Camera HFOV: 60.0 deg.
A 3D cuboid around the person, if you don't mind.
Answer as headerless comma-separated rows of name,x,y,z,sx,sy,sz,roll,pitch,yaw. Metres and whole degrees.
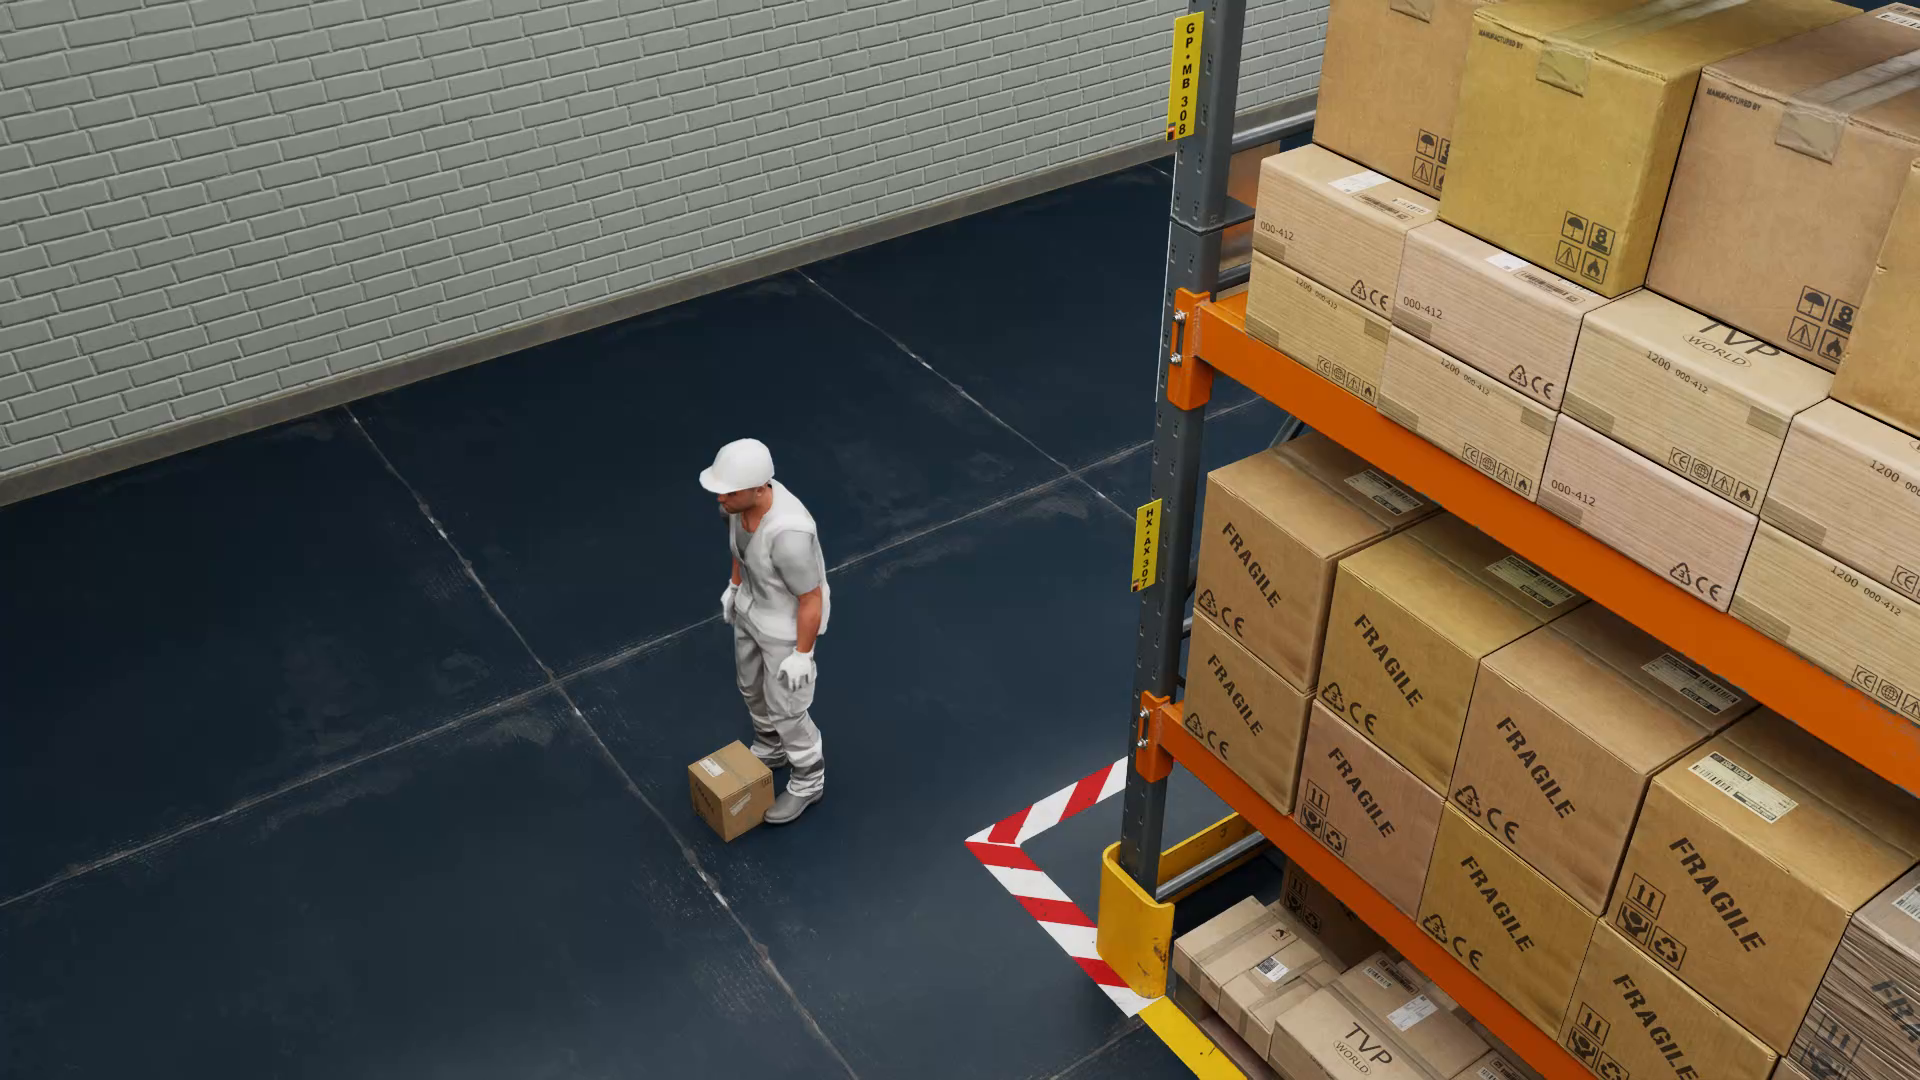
person,-0.753,0.337,6.529,0.453,1.778,0.604,-23,42,-28
